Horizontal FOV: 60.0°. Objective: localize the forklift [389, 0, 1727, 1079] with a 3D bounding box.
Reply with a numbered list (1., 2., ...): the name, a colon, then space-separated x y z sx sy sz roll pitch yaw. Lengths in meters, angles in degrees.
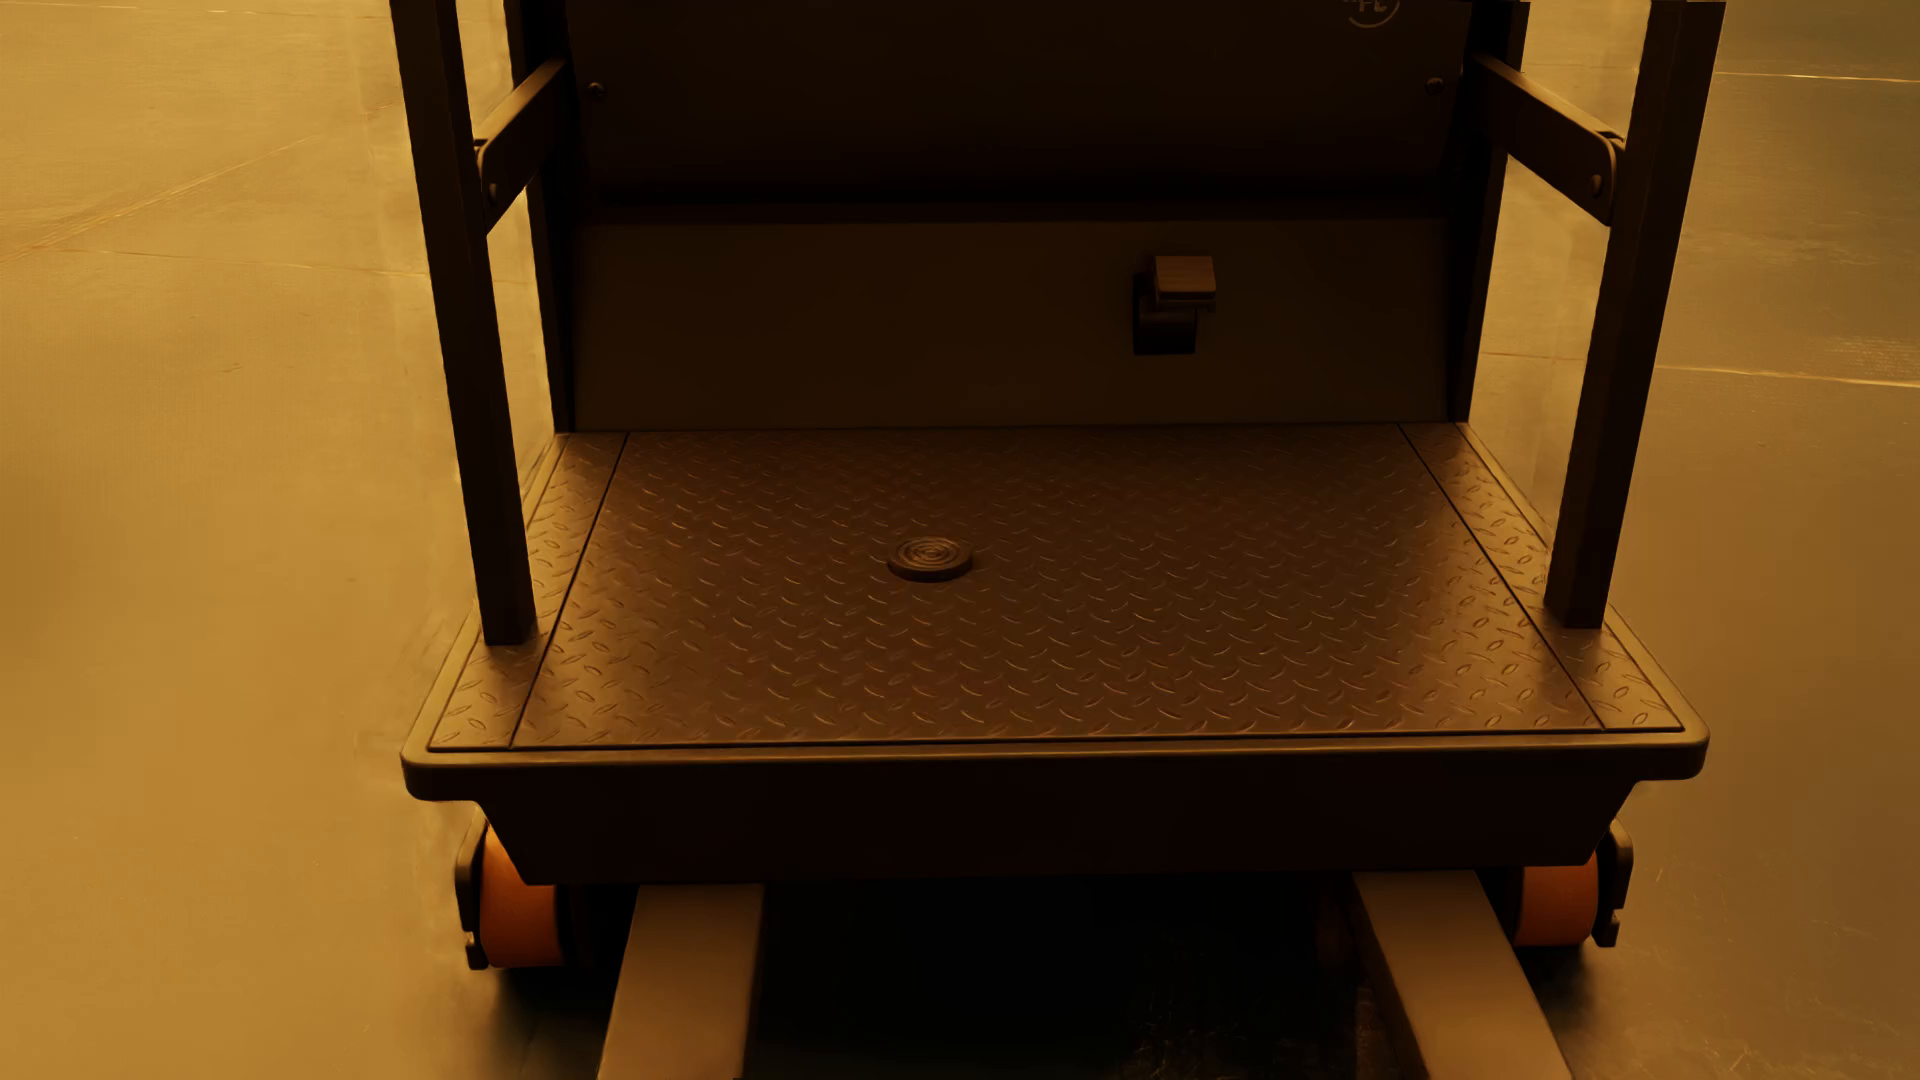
1. forklift: 0.071 -1.029 1.285 1.130 2.935 3.031 -1 27 -2
